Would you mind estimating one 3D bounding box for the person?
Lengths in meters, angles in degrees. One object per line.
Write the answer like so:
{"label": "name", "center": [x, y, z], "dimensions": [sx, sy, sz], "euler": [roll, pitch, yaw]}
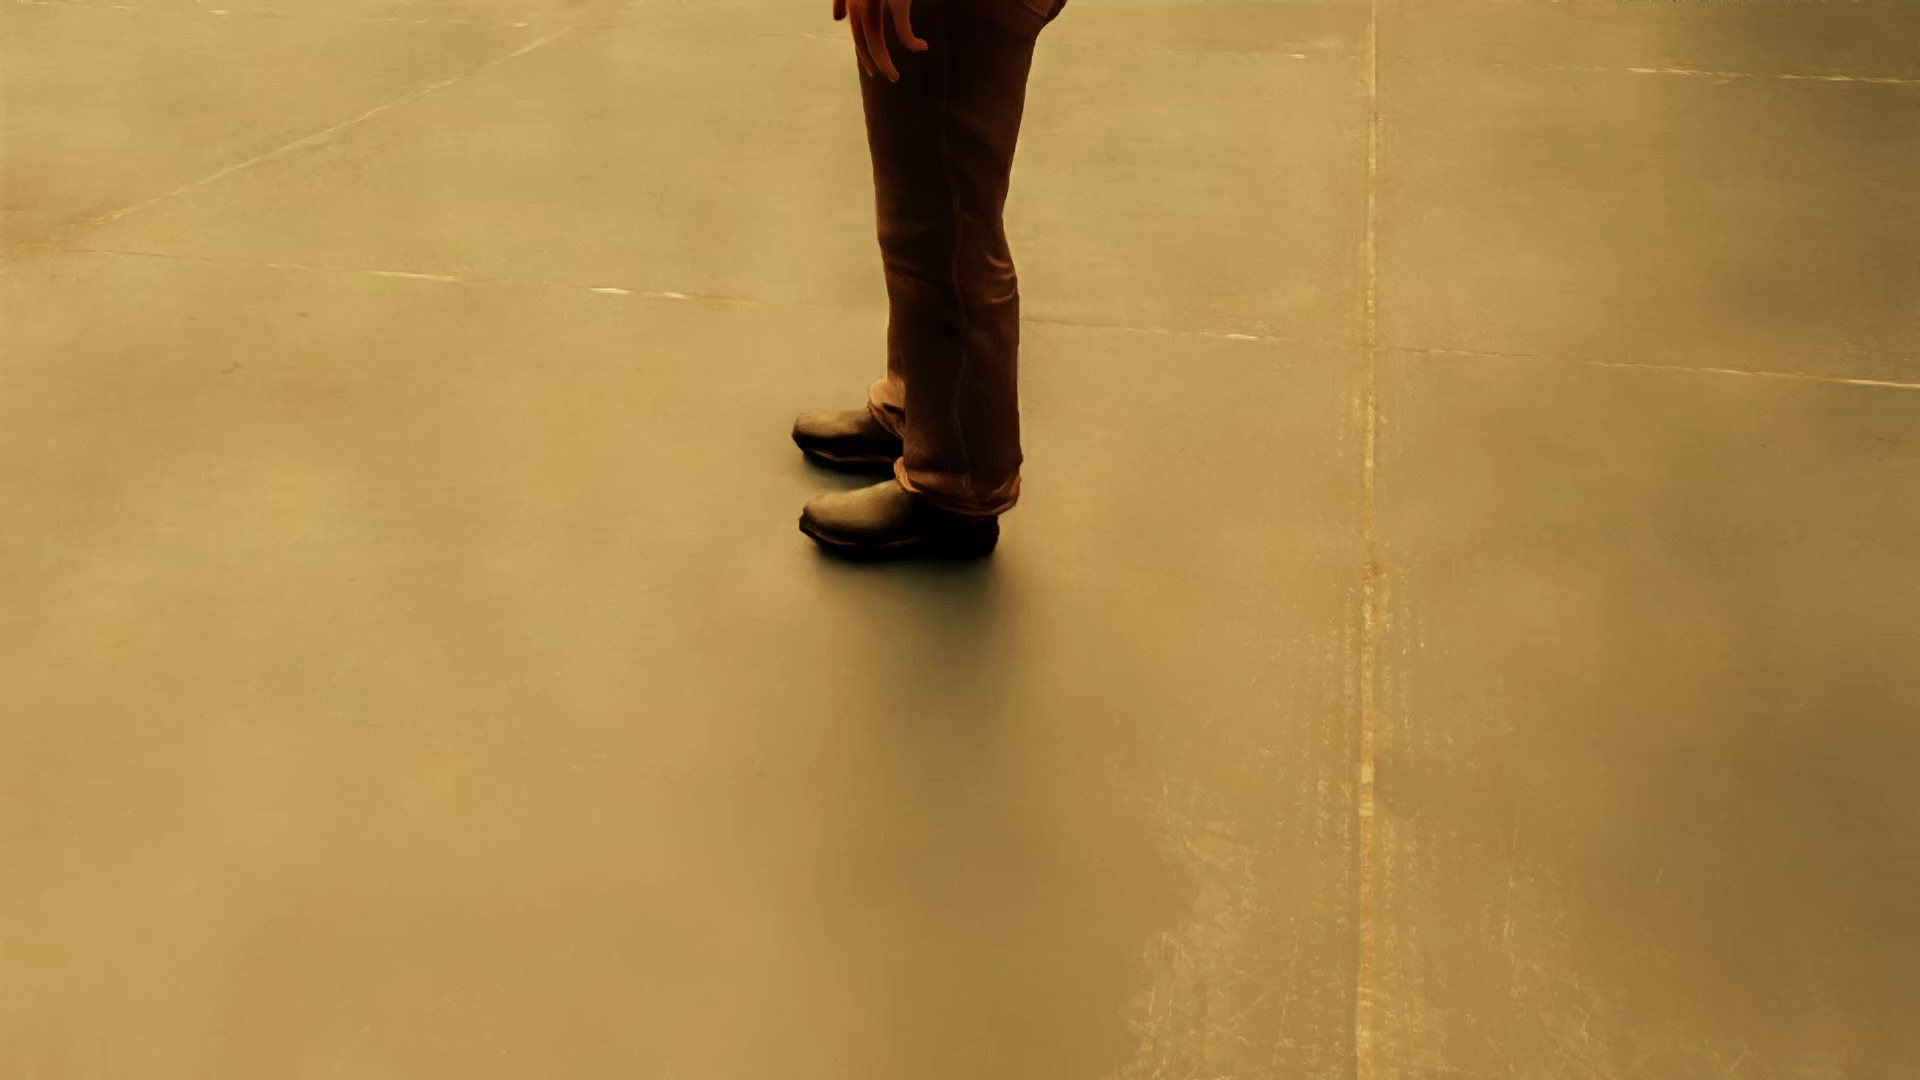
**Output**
{"label": "person", "center": [-0.059, -0.785, 2.128], "dimensions": [0.567, 1.720, 0.632], "euler": [6, 27, 11]}
